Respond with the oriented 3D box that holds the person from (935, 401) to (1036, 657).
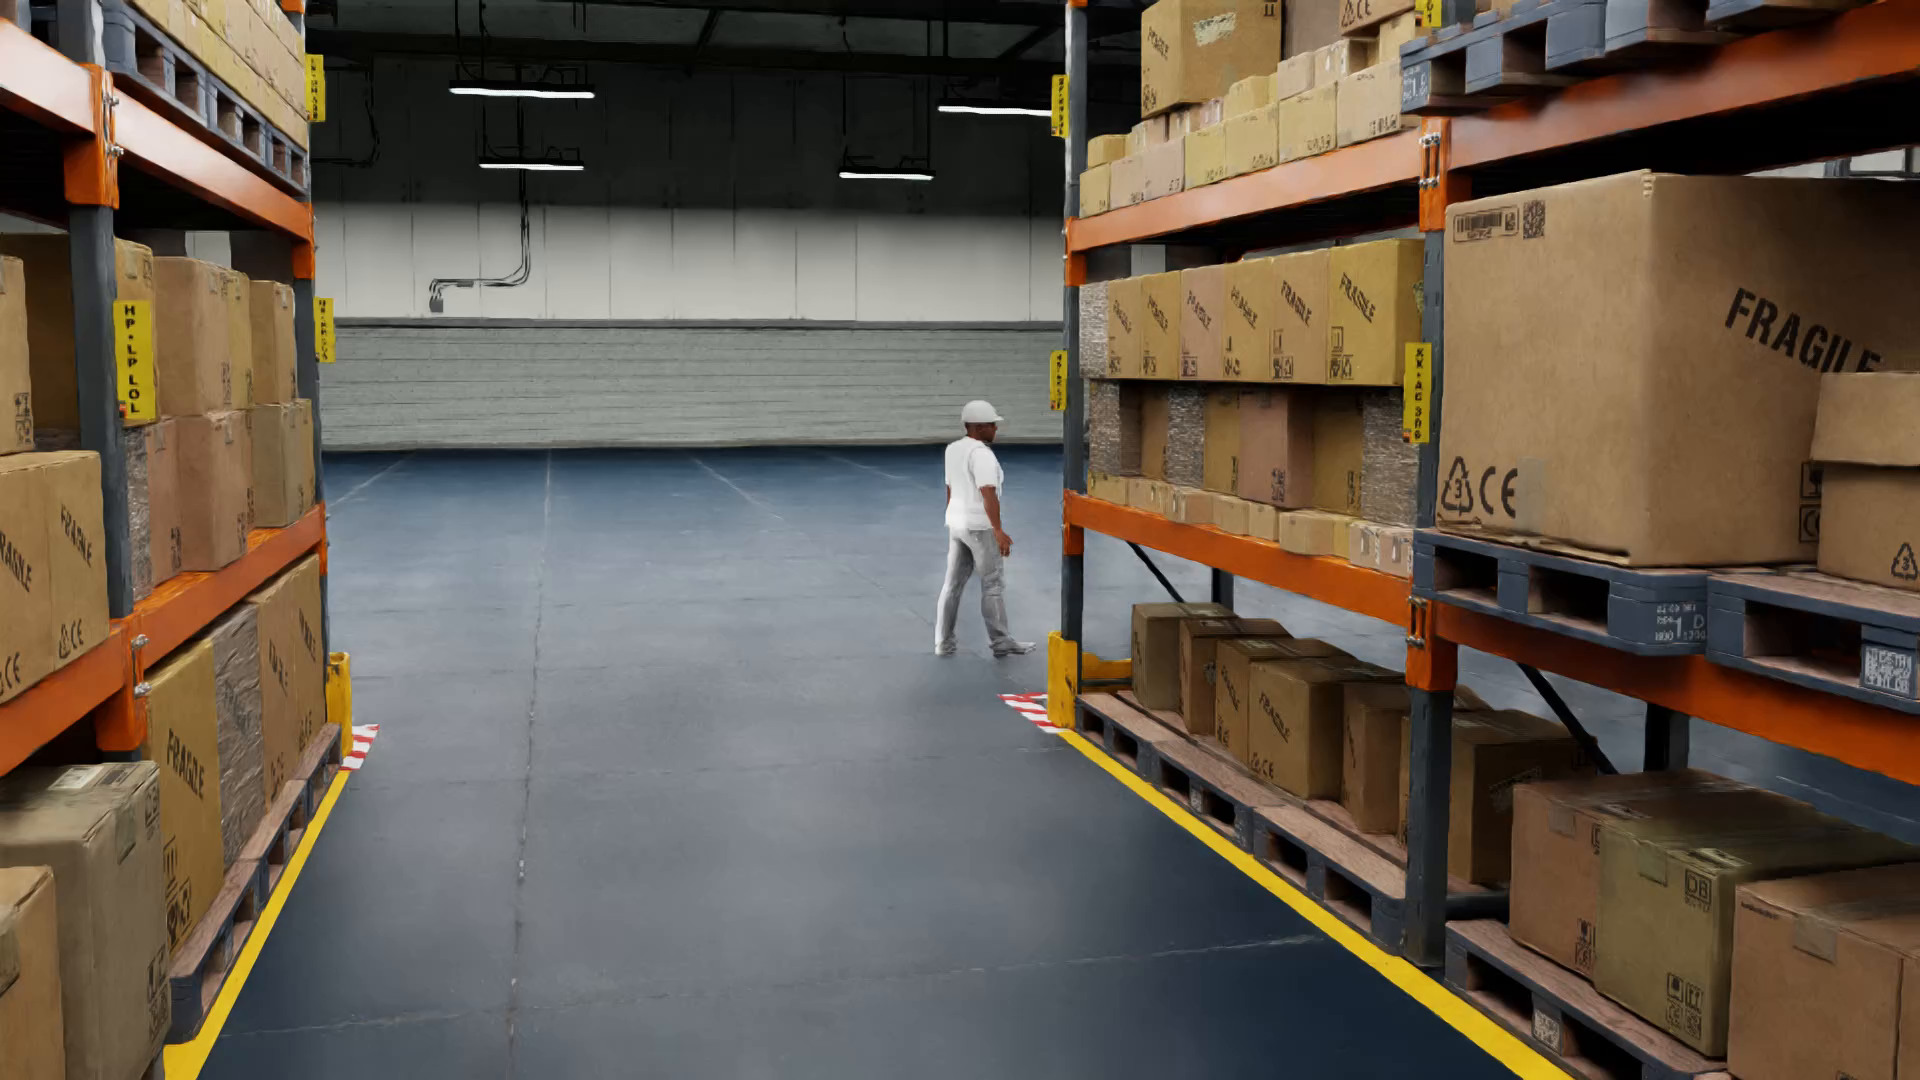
[{"bbox_3d":[0.173,-0.076,11.475,0.631,1.765,0.730,-4,7,-32],"label":"person"}]
